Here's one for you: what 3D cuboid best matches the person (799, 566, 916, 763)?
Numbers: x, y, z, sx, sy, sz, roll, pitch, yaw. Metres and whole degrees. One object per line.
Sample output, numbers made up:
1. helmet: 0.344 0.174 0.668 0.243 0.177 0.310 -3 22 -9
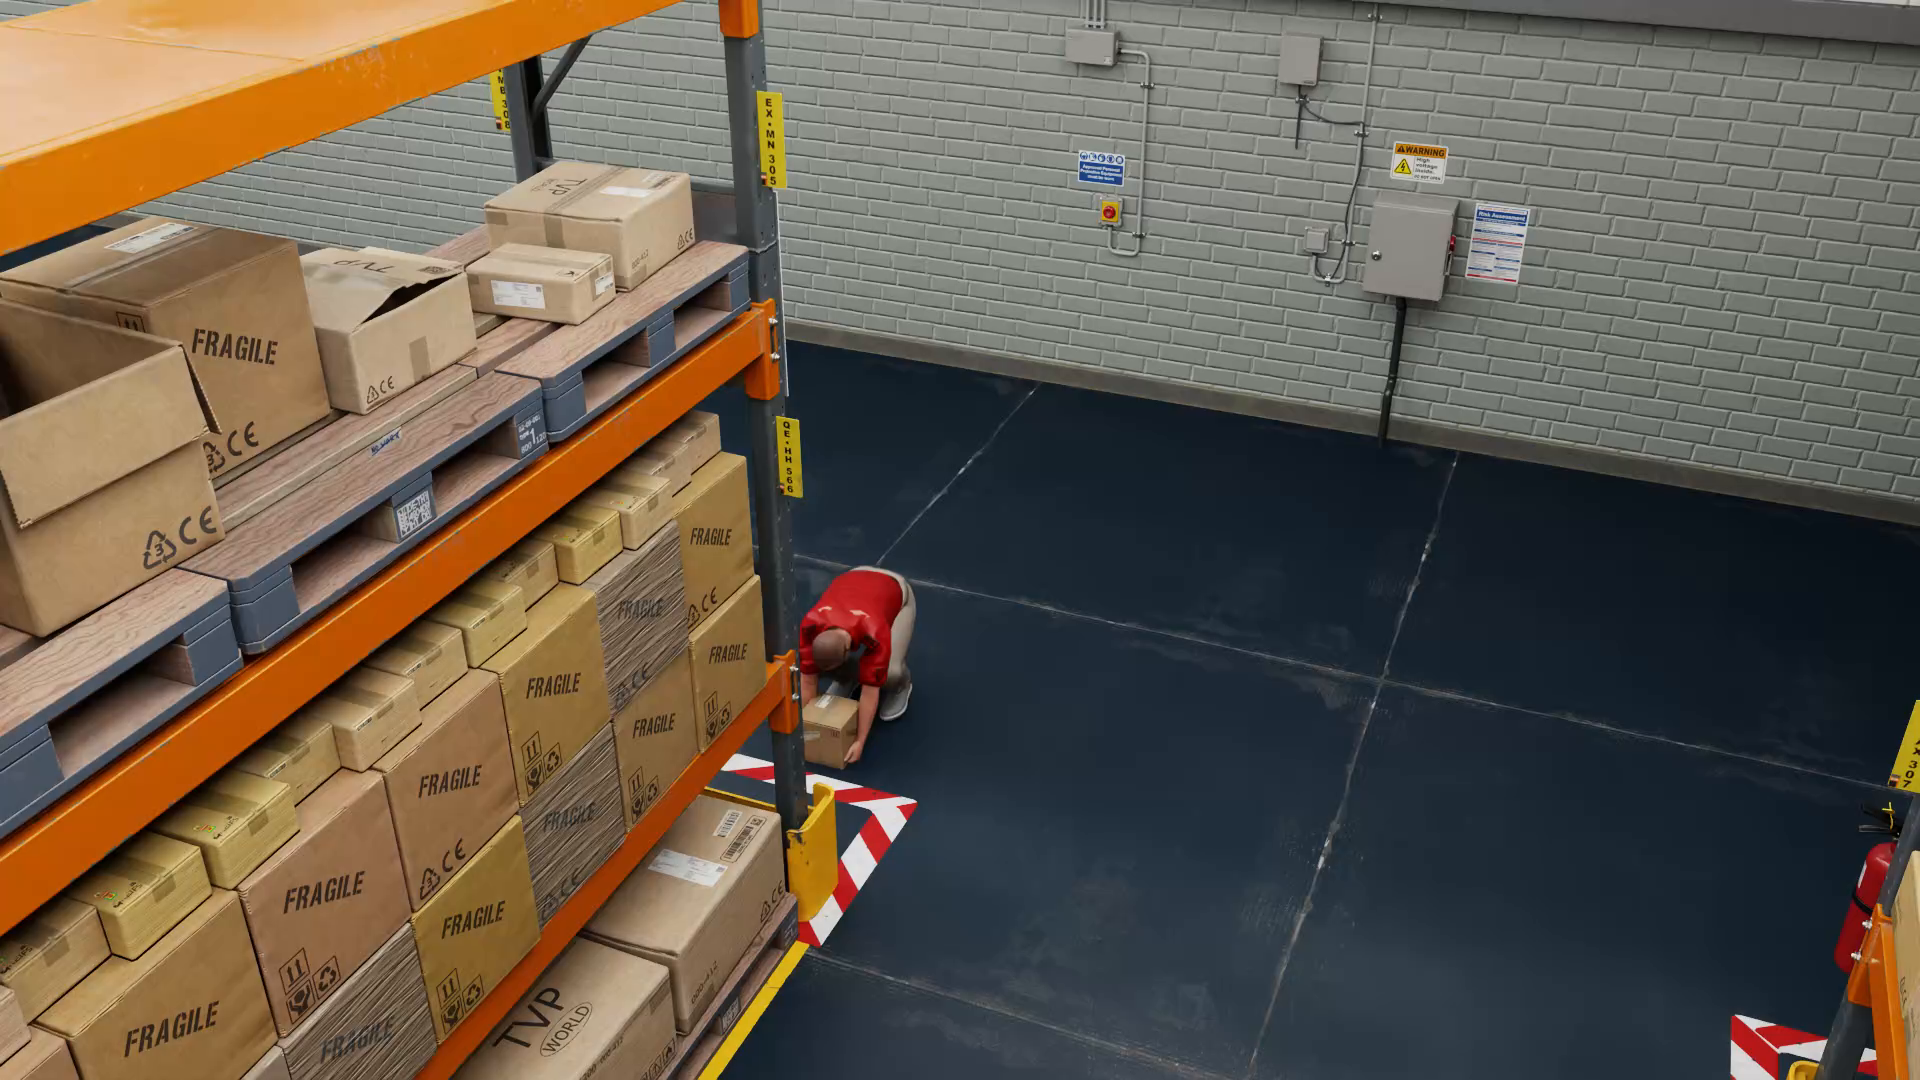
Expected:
1. person: -0.527 0.584 8.379 0.529 0.789 0.940 11 31 18
